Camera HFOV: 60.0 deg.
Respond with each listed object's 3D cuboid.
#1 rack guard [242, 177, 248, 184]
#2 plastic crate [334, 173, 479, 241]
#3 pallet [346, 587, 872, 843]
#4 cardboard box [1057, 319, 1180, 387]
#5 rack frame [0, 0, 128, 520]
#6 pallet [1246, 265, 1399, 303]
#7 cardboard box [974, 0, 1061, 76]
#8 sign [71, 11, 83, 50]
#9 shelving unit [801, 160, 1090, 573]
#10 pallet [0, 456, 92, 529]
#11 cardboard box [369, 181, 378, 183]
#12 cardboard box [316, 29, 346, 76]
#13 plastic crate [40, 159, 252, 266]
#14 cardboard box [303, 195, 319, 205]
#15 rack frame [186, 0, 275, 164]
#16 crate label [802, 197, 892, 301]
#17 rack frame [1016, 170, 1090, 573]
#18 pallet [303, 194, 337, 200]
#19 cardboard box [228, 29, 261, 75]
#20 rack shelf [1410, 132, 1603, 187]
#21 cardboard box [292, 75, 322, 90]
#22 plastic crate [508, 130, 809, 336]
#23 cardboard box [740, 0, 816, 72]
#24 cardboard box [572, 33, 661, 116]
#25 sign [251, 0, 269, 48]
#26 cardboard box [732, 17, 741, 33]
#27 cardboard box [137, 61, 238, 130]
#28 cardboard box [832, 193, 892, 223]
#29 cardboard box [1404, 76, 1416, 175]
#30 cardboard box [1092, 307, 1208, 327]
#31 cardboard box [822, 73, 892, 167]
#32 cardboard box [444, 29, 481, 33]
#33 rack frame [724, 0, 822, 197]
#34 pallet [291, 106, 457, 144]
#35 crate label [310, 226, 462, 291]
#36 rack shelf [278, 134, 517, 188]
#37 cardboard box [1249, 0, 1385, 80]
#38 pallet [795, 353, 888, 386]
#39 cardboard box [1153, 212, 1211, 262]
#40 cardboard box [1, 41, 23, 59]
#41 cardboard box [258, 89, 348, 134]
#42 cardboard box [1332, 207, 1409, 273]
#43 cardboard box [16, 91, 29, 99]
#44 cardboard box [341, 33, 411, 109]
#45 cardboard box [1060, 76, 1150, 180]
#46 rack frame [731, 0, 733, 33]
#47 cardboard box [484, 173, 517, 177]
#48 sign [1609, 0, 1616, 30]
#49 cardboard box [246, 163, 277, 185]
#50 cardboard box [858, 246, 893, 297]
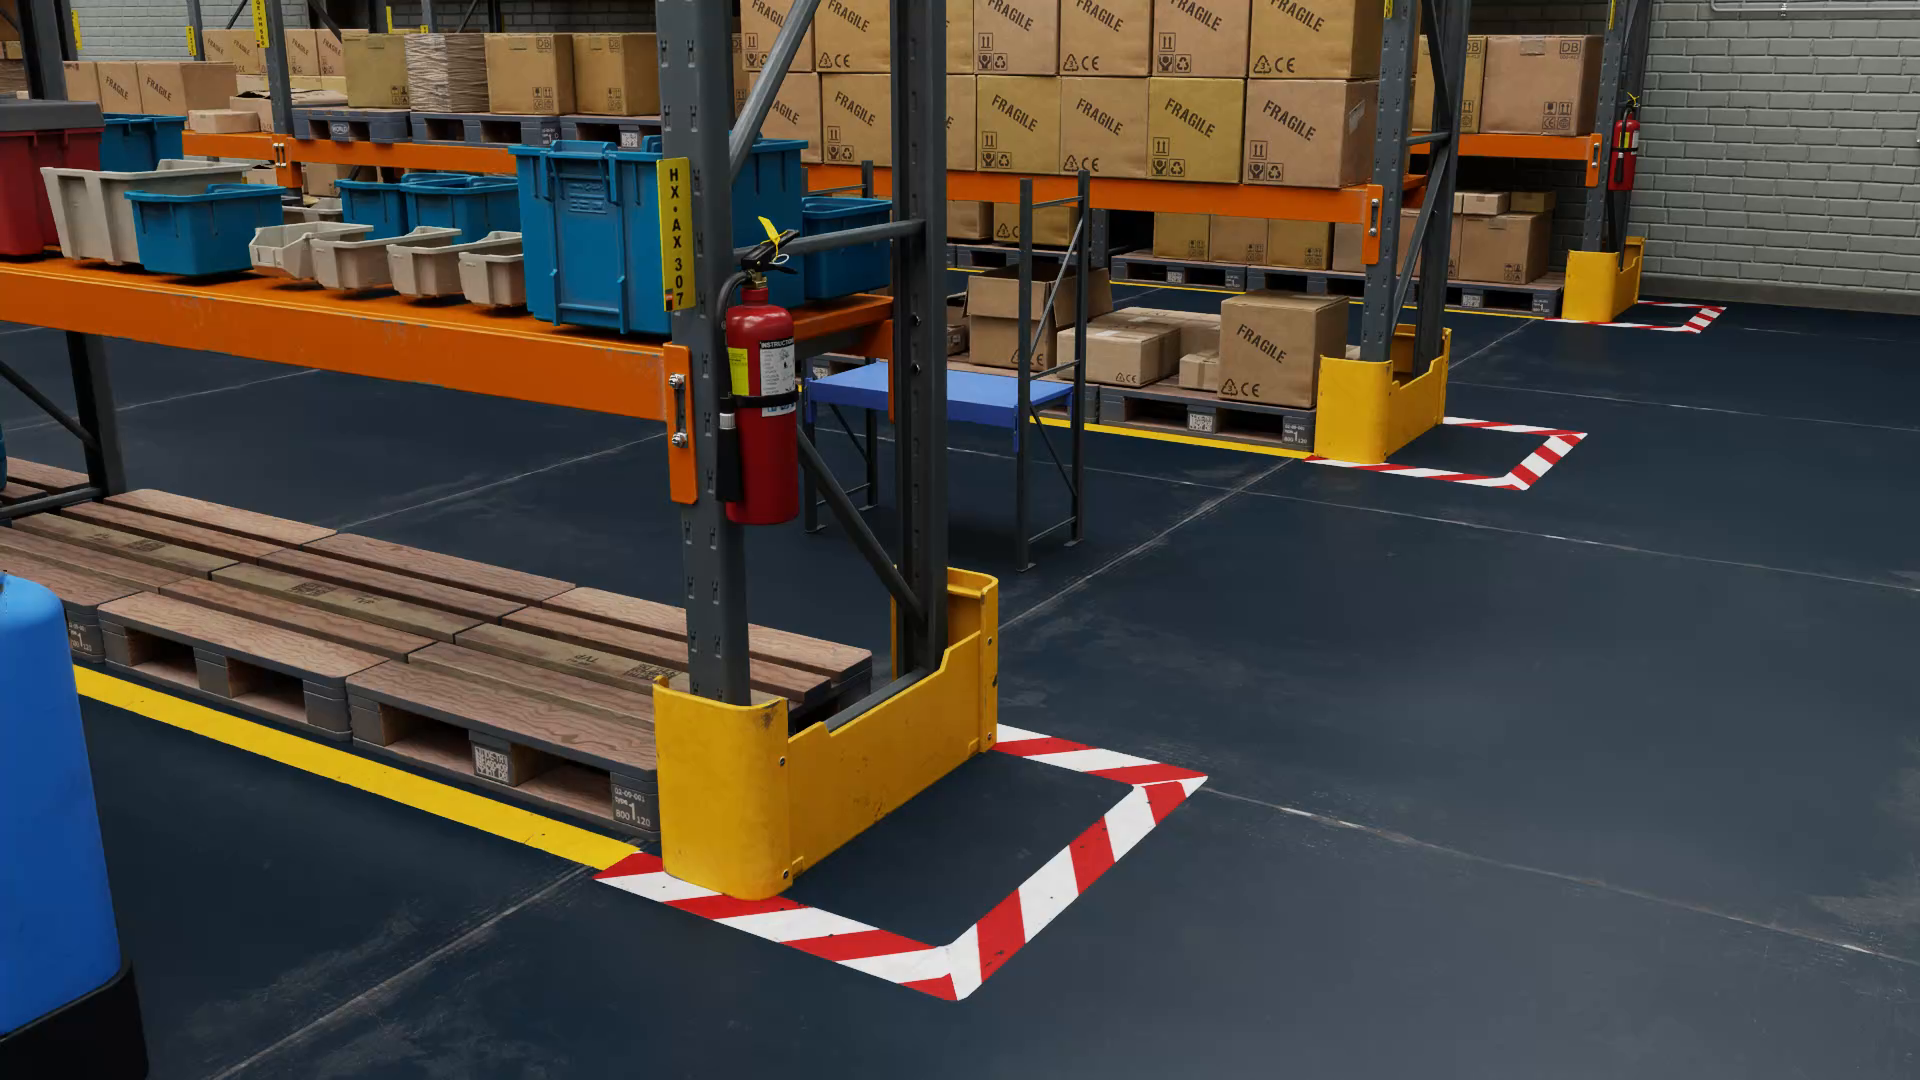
[{"bbox_3d":[-8.730,-4.408,20.532,0.348,0.500,1.175,10,20,30],"label":"rack guard"},{"bbox_3d":[-1.761,-1.042,5.334,0.300,0.233,0.416,10,20,30],"label":"plastic crate"},{"bbox_3d":[-1.028,0.471,4.967,1.213,0.211,1.003,10,20,30],"label":"pallet"},{"bbox_3d":[0.864,-1.023,9.061,0.500,0.250,0.500,10,20,30],"label":"cardboard box"},{"bbox_3d":[-3.754,-1.336,6.120,0.127,3.000,1.000,10,20,30],"label":"rack frame"},{"bbox_3d":[3.082,-2.135,13.548,1.213,0.211,1.003,10,20,30],"label":"pallet"},{"bbox_3d":[0.414,-2.713,8.758,0.500,0.500,0.500,11,20,32],"label":"cardboard box"},{"bbox_3d":[-7.700,-4.432,14.453,0.005,0.325,0.100,10,20,30],"label":"sign"},{"bbox_3d":[-0.073,-0.731,6.706,1.048,1.500,0.538,10,20,30],"label":"shelving unit"},{"bbox_3d":[-4.390,-0.130,6.946,1.213,0.211,1.003,10,20,30],"label":"pallet"},{"bbox_3d":[-6.739,-4.102,19.371,0.250,0.149,0.380,8,19,26],"label":"cardboard box"},{"bbox_3d":[-6.803,-5.453,18.604,0.500,0.500,0.500,9,19,28],"label":"cardboard box"},{"bbox_3d":[-2.549,-1.031,5.214,0.530,0.282,0.437,10,20,30],"label":"plastic crate"},{"bbox_3d":[-5.312,-2.555,13.175,0.500,0.311,0.500,10,19,29],"label":"cardboard box"},{"bbox_3d":[-8.795,-5.615,20.207,0.127,3.000,1.000,10,20,30],"label":"rack frame"},{"bbox_3d":[-0.384,-0.796,4.525,0.303,0.233,0.416,10,20,30],"label":"crate label"},{"bbox_3d":[0.360,-0.653,6.451,0.032,1.500,0.500,10,20,30],"label":"rack frame"},{"bbox_3d":[-7.021,-3.951,19.526,1.213,0.211,1.003,10,20,30],"label":"pallet"},{"bbox_3d":[-8.129,-5.687,19.377,0.500,0.500,0.500,10,20,30],"label":"cardboard box"},{"bbox_3d":[3.135,-3.142,13.301,4.000,0.370,1.077,10,20,30],"label":"rack shelf"},{"bbox_3d":[-7.235,-5.168,18.959,0.500,0.250,0.500,10,20,31],"label":"cardboard box"},{"bbox_3d":[-0.729,-0.778,4.119,0.499,0.435,0.616,10,20,30],"label":"plastic crate"},{"bbox_3d":[-0.904,-2.948,9.532,0.500,0.500,0.500,11,20,31],"label":"cardboard box"},{"bbox_3d":[-2.064,-3.028,10.793,0.500,0.500,0.700,14,22,39],"label":"cardboard box"},{"bbox_3d":[-4.855,-3.587,11.537,0.005,0.325,0.100,10,20,30],"label":"sign"},{"bbox_3d":[-2.287,-5.012,16.176,0.250,0.149,0.380,7,18,23],"label":"cardboard box"},{"bbox_3d":[-6.005,-3.470,12.972,0.500,0.500,0.500,9,19,27],"label":"cardboard box"},{"bbox_3d":[-0.677,-3.292,15.533,0.750,0.750,0.750,10,20,30],"label":"cardboard box"},{"bbox_3d":[2.010,-2.135,8.576,0.500,0.500,0.500,11,20,31],"label":"cardboard box"},{"bbox_3d":[1.083,-1.154,9.494,0.500,0.250,0.500,10,20,30],"label":"cardboard box"},{"bbox_3d":[-0.429,-2.388,9.411,0.500,0.500,0.500,11,20,31],"label":"cardboard box"},{"bbox_3d":[-5.677,-5.427,18.519,0.500,0.500,0.500,10,19,29],"label":"cardboard box"},{"bbox_3d":[-1.159,-2.563,10.157,0.127,3.000,1.000,10,20,30],"label":"rack frame"},{"bbox_3d":[-3.953,-2.994,11.905,1.003,0.211,1.213,10,20,30],"label":"pallet"},{"bbox_3d":[-1.625,-0.794,4.684,0.243,0.136,0.396,10,20,30],"label":"crate label"},{"bbox_3d":[-2.863,-2.523,11.263,4.000,0.370,1.077,10,20,30],"label":"rack shelf"},{"bbox_3d":[1.727,-2.480,7.993,0.500,0.500,0.500,10,20,30],"label":"cardboard box"},{"bbox_3d":[-0.574,-1.124,10.217,1.213,0.211,1.003,10,20,30],"label":"pallet"},{"bbox_3d":[2.014,-2.656,14.042,0.500,0.500,0.700,10,20,31],"label":"cardboard box"},{"bbox_3d":[-8.103,-4.227,14.346,0.250,0.149,0.380,10,20,30],"label":"cardboard box"},{"bbox_3d":[-4.854,-3.195,12.390,0.500,0.311,0.500,12,20,33],"label":"cardboard box"},{"bbox_3d":[3.335,-2.421,13.268,0.500,0.500,0.700,9,19,28],"label":"cardboard box"},{"bbox_3d":[-7.533,-3.644,13.974,0.500,0.250,0.500,12,20,33],"label":"cardboard box"},{"bbox_3d":[-3.971,-3.352,11.861,0.500,0.500,0.700,4,17,12],"label":"cardboard box"},{"bbox_3d":[0.860,-2.158,8.653,0.500,0.500,0.500,10,20,30],"label":"cardboard box"},{"bbox_3d":[-1.978,-4.399,16.201,0.127,3.000,1.000,10,20,30],"label":"rack frame"},{"bbox_3d":[-4.750,-3.914,18.148,0.500,0.500,0.700,11,20,32],"label":"cardboard box"},{"bbox_3d":[4.543,-3.717,11.556,0.005,0.325,0.100,10,20,30],"label":"sign"},{"bbox_3d":[-8.252,-4.412,20.114,0.500,0.311,0.500,8,19,24],"label":"cardboard box"},{"bbox_3d":[-0.525,-1.561,10.402,0.500,0.500,0.500,10,20,30],"label":"cardboard box"}]
